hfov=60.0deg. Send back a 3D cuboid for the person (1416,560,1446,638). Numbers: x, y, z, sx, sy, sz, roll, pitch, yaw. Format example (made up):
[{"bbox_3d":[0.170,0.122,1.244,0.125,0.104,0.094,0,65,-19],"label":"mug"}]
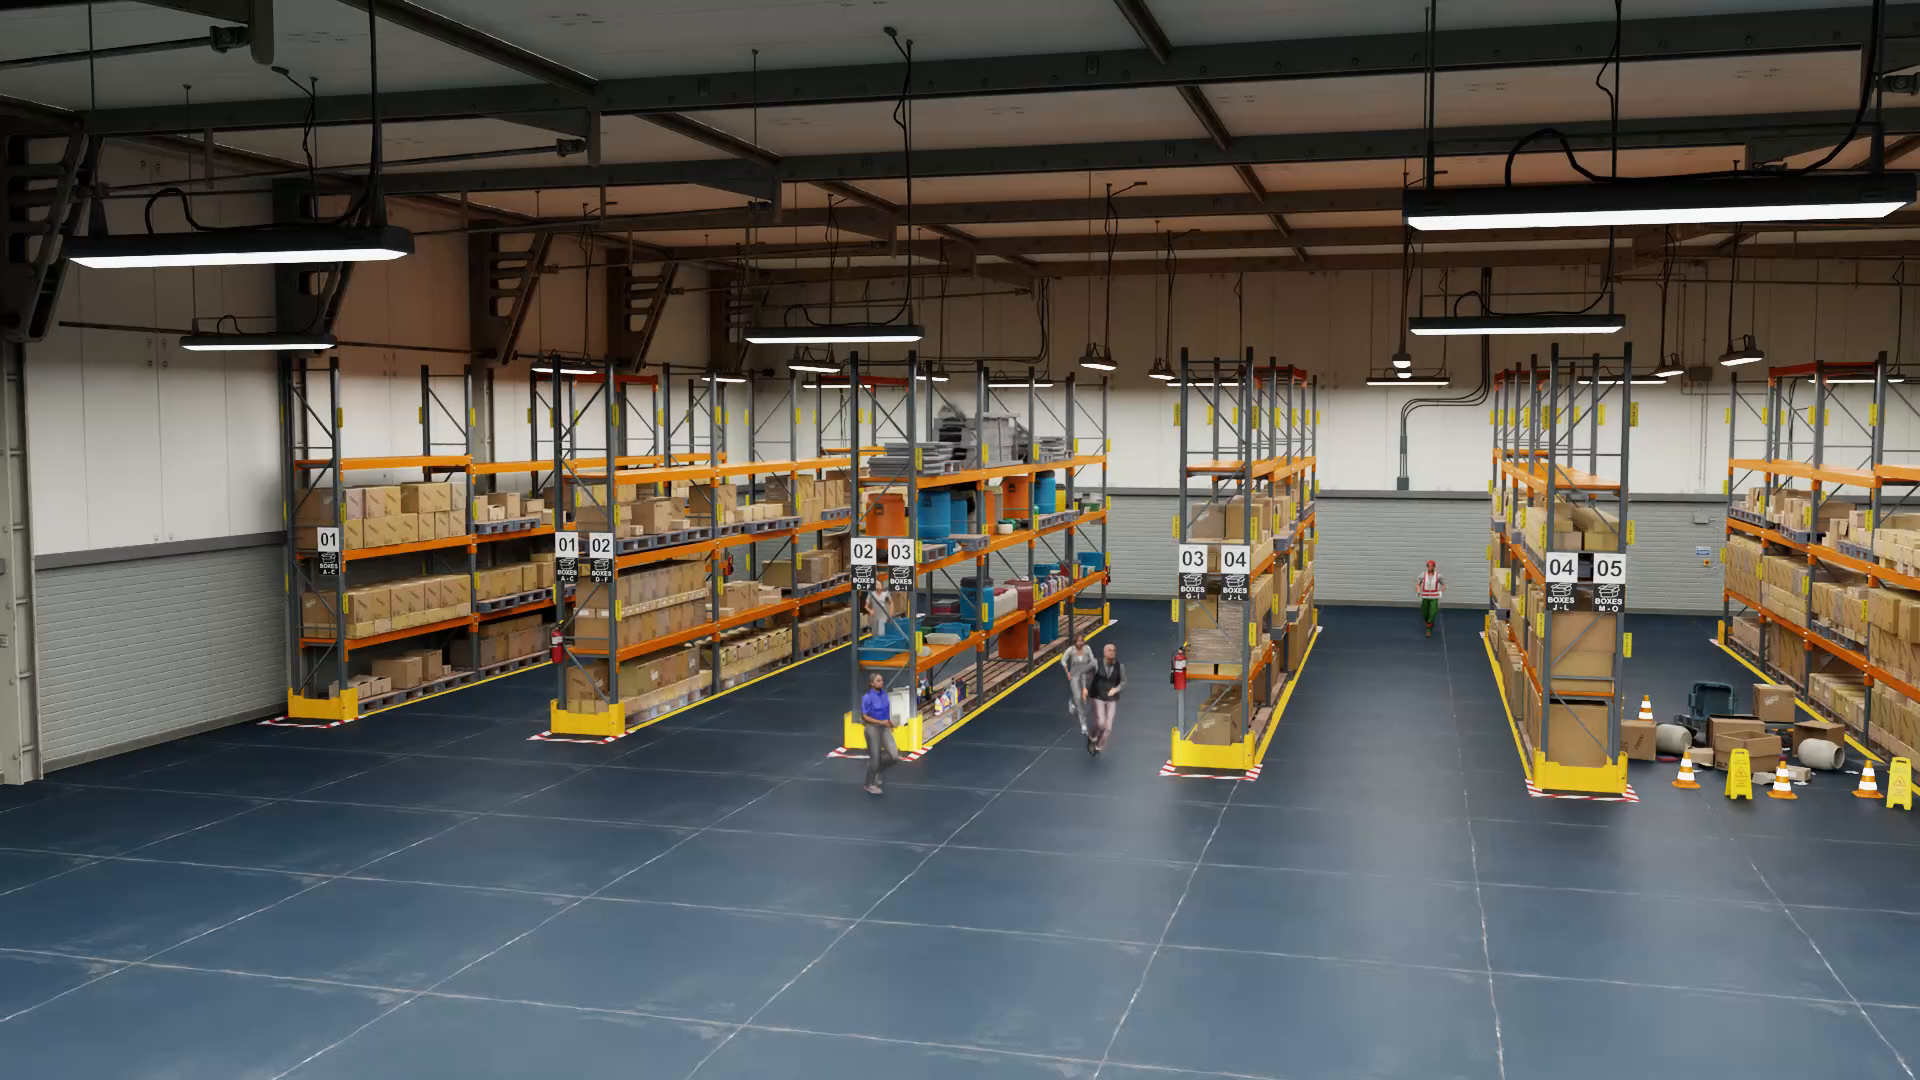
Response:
[{"bbox_3d":[10.800,1.335,38.145,0.668,1.750,0.722,2,4,21],"label":"person"}]

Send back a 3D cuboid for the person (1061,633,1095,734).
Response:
[{"bbox_3d":[1.889,2.216,26.849,0.536,1.494,0.814,-1,4,-11],"label":"person"}]

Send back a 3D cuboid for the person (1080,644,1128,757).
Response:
[{"bbox_3d":[2.150,2.376,24.546,0.656,1.681,0.556,-1,4,-13],"label":"person"}]

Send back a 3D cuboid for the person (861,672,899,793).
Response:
[{"bbox_3d":[-1.050,2.613,22.134,0.557,1.532,0.562,4,6,44],"label":"person"}]

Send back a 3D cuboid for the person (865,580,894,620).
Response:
[{"bbox_3d":[-1.669,1.655,34.415,0.589,1.664,0.794,0,4,1],"label":"person"}]
